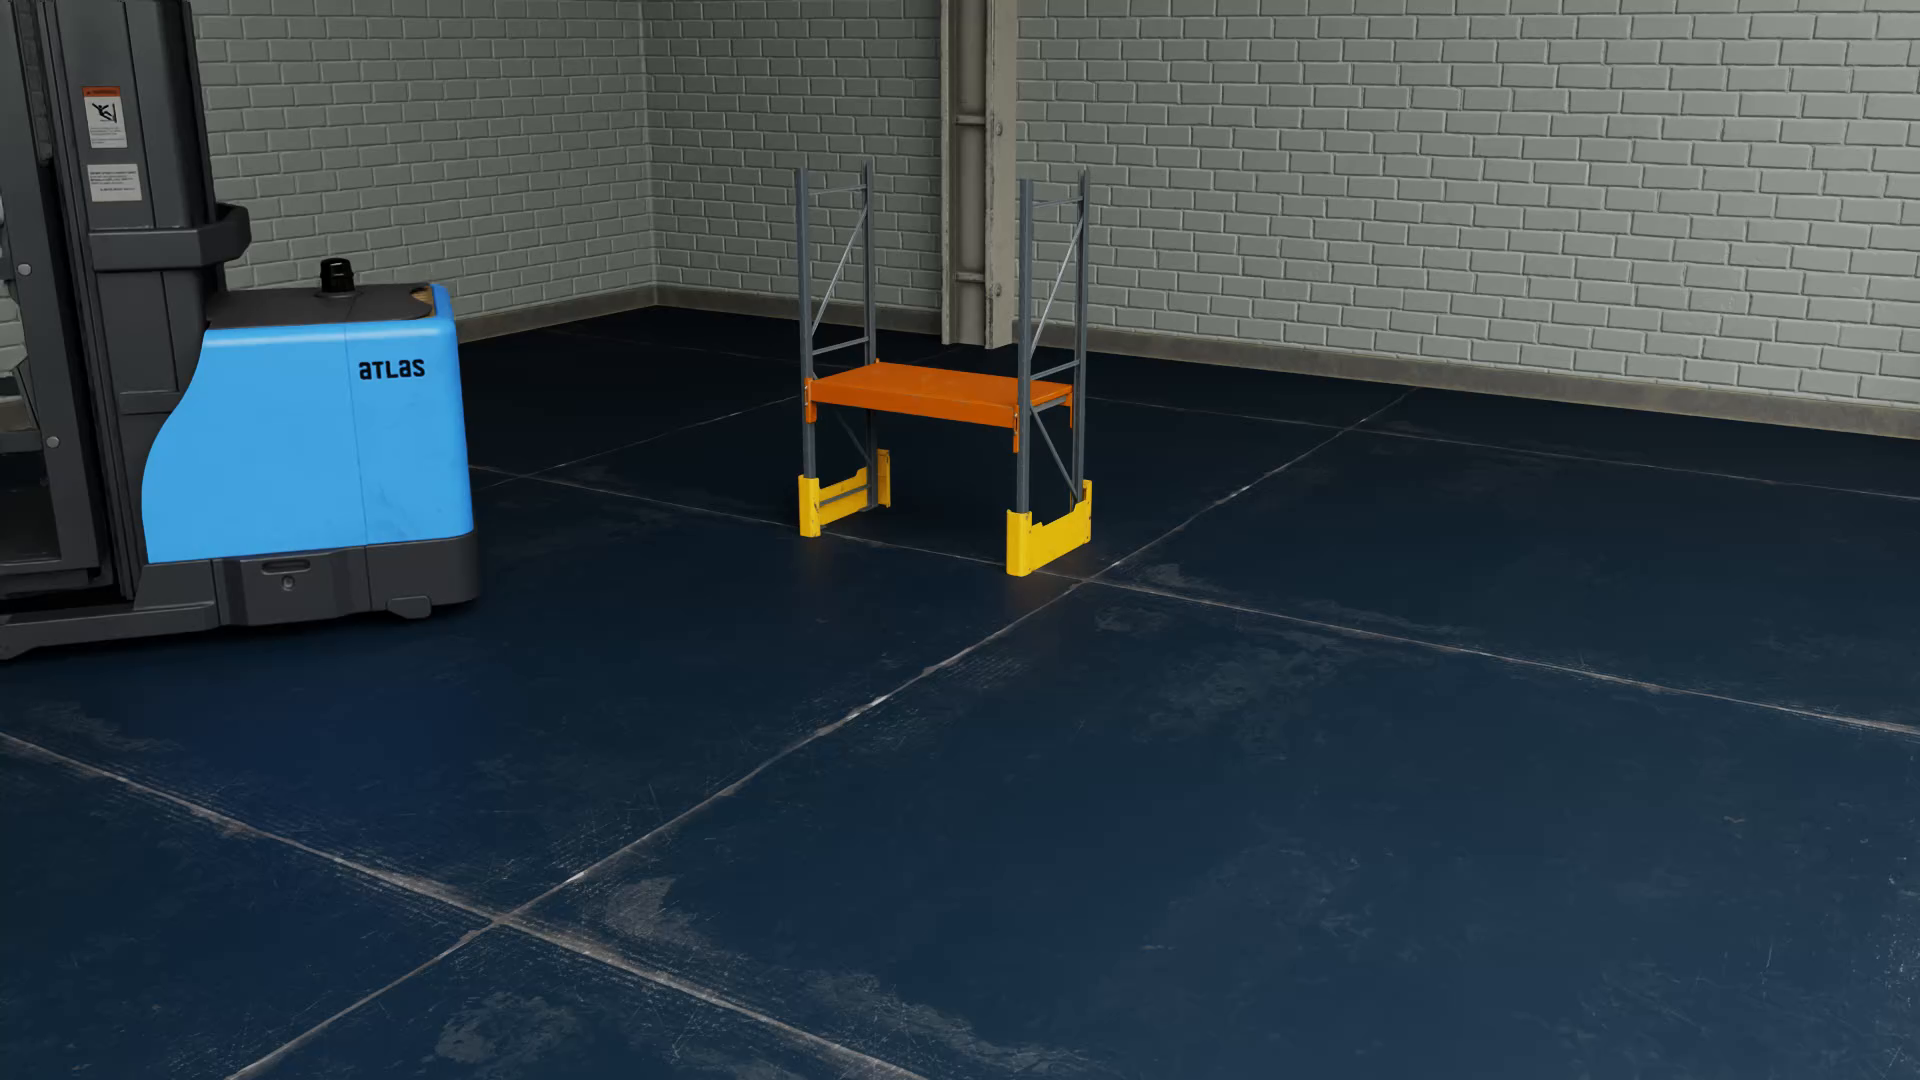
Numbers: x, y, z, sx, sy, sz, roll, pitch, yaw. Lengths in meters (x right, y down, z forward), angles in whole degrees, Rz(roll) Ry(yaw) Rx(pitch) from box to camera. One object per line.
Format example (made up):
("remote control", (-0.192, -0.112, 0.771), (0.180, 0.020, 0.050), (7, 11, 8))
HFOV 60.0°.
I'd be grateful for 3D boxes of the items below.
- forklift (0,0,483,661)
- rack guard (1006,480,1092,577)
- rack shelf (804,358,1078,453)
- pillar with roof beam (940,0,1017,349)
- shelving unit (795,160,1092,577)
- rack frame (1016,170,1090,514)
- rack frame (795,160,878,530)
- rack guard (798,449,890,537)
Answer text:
("forklift", (-3.297, -1.127, 5.548), (3.031, 2.935, 1.130), (-5, 18, -17))
("rack guard", (0.359, -0.055, 6.634), (0.087, 0.250, 0.587), (10, 20, 30))
("rack shelf", (-0.073, -0.558, 6.758), (1.000, 0.185, 0.538), (10, 20, 30))
("pillar with roof beam", (-2.133, -4.577, 6.465), (0.400, 9.000, 9.100), (10, 20, 30))
("shelving unit", (-0.065, -0.729, 6.701), (1.083, 1.500, 0.587), (10, 20, 30))
("rack frame", (0.360, -0.653, 6.451), (0.032, 1.500, 0.500), (10, 20, 30))
("rack frame", (-0.506, -0.808, 6.961), (0.032, 1.500, 0.500), (10, 20, 30))
("rack guard", (-0.489, -0.207, 7.132), (0.087, 0.250, 0.587), (10, 20, 30))
